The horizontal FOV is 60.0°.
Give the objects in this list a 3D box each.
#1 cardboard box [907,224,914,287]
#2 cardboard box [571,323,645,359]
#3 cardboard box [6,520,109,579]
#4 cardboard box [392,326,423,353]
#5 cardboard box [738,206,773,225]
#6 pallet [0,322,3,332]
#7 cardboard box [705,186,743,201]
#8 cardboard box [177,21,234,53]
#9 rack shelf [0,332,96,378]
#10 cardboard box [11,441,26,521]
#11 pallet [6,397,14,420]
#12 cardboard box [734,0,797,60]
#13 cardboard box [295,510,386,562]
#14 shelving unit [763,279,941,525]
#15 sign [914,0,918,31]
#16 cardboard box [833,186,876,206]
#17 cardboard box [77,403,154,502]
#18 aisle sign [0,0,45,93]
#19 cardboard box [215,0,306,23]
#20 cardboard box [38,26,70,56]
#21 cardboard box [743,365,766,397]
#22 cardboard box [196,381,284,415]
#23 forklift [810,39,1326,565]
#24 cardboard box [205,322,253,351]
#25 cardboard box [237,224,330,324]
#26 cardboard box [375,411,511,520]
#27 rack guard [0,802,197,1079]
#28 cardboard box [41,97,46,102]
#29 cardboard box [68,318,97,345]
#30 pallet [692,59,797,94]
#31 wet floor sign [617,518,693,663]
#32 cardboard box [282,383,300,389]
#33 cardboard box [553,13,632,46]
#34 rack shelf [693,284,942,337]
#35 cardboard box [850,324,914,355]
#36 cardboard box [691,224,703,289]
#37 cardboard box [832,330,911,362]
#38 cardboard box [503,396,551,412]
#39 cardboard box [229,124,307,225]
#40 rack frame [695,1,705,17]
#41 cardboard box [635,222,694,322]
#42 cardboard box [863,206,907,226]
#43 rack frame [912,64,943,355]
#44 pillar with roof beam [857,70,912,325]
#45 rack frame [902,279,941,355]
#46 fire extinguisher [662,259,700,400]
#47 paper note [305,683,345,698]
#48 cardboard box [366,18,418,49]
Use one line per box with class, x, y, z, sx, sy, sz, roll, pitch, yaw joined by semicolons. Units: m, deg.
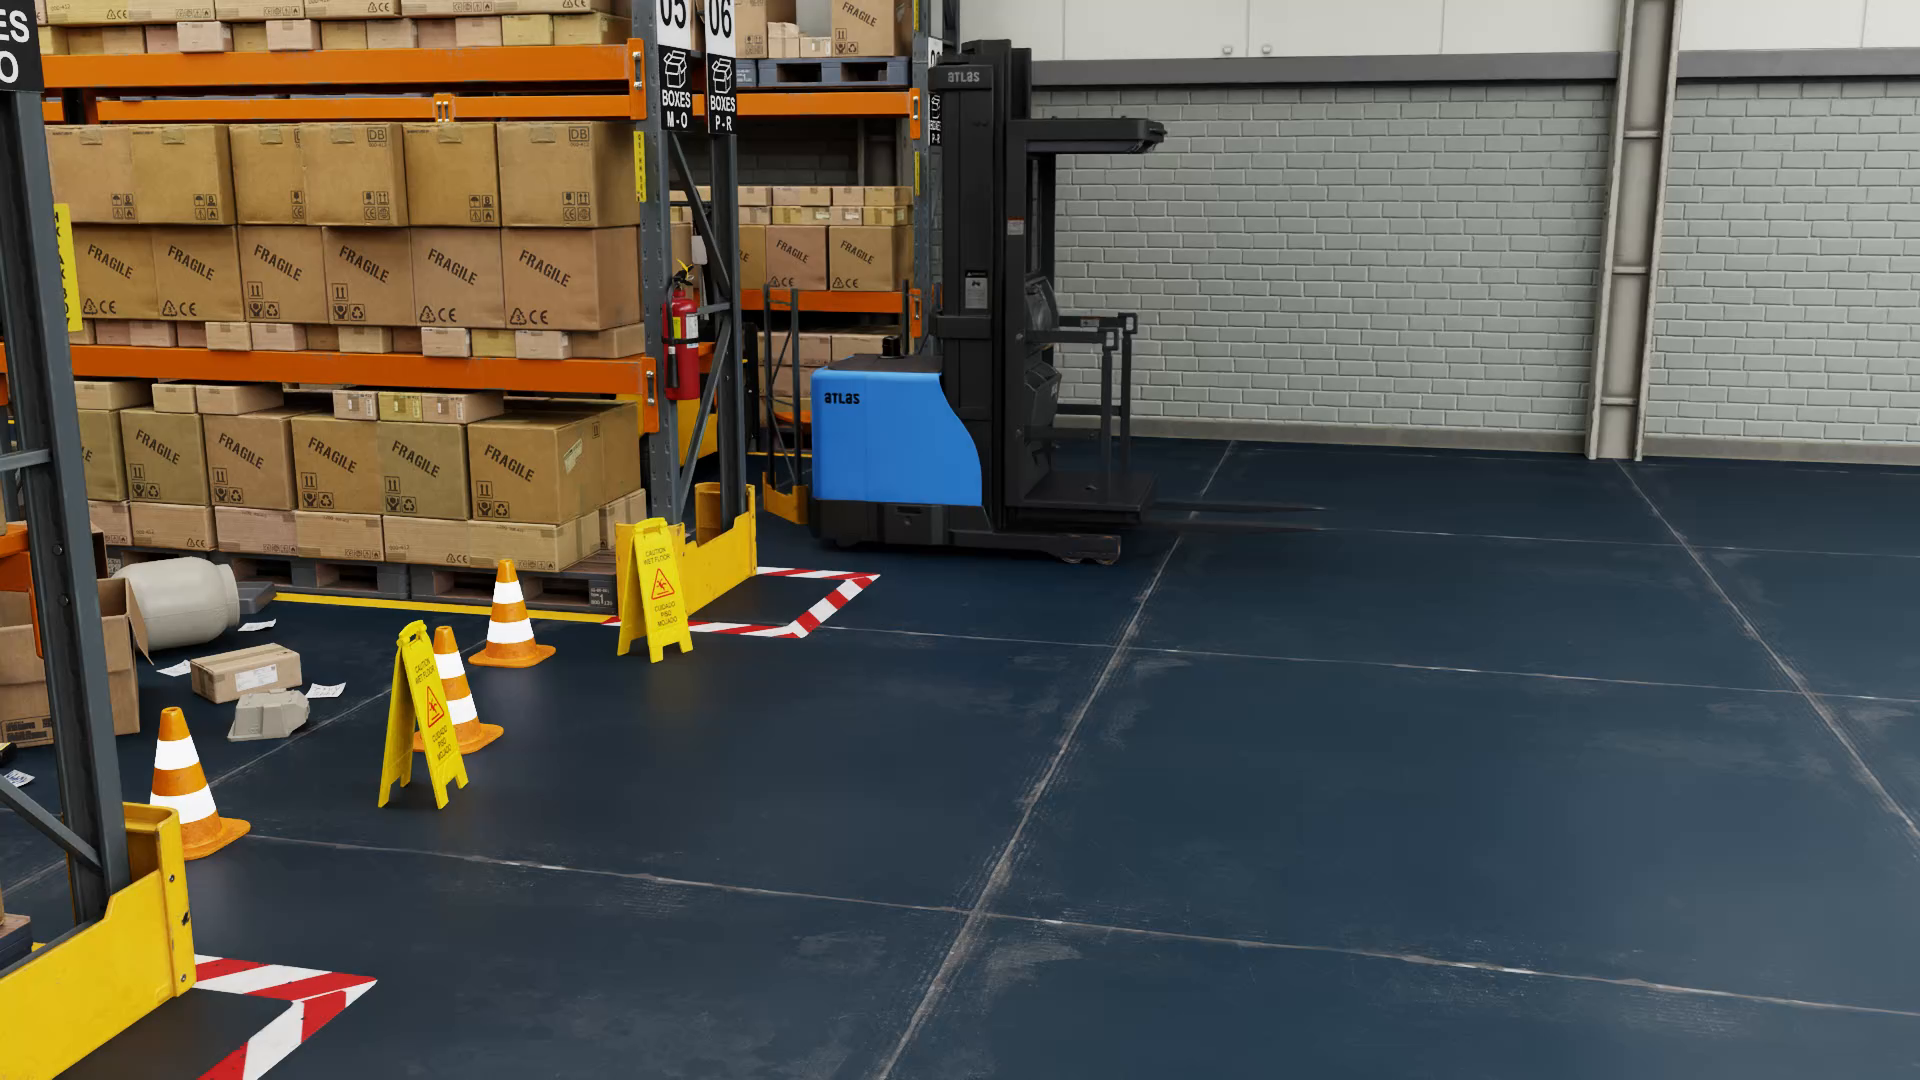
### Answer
cardboard box;-0.594;-2.345;13.646;0.500;0.500;0.500;3;13;15
cardboard box;-1.780;-1.020;8.484;0.250;0.149;0.380;4;13;15
cardboard box;-4.535;0.186;8.238;0.500;0.500;0.500;-9;15;-35
cardboard box;-2.768;-1.077;8.743;0.250;0.149;0.380;3;13;14
cardboard box;-1.584;-2.589;13.249;0.250;0.149;0.380;3;13;12
pallet;-5.956;-1.352;9.845;1.213;0.211;1.003;3;13;14
cardboard box;-1.841;-2.742;13.252;0.250;0.149;0.380;3;13;15
cardboard box;-3.774;-2.564;8.520;0.250;0.149;0.380;3;13;12
rack shelf;-7.191;-1.128;10.053;4.000;0.370;1.077;3;13;14
cardboard box;-5.759;-0.324;9.867;0.625;0.372;0.950;3;13;14
pallet;-8.662;-1.312;15.661;1.213;0.211;1.003;3;13;14
cardboard box;-1.638;-4.025;13.092;0.500;0.500;0.700;3;13;14
cardboard box;-3.225;-0.070;9.004;0.500;0.250;0.500;3;13;12
shelving unit;-0.712;-0.942;11.015;1.083;1.500;0.587;-7;14;-28
sign;-0.323;-3.956;12.354;0.005;0.325;0.100;3;13;14
cardboard box;-0.825;-2.703;13.076;0.250;0.149;0.380;3;13;14
cardboard box;-4.741;-0.517;9.285;0.500;0.500;0.500;4;13;16
aisle sign;-2.312;-1.450;3.843;0.004;0.787;0.394;3;13;14
cardboard box;-3.410;-2.752;8.447;0.500;0.250;0.500;3;13;14
cardboard box;-4.765;-2.623;8.788;0.250;0.149;0.380;3;13;14
cardboard box;-1.718;-1.329;13.521;0.500;0.250;0.500;3;13;12
cardboard box;-3.872;-0.775;8.950;0.250;0.149;0.380;4;13;17
forklift;0.674;-1.413;9.835;3.031;2.935;1.130;3;13;12
cardboard box;-3.780;-1.101;8.849;0.250;0.149;0.380;3;13;14
cardboard box;-3.416;-1.416;8.773;0.500;0.500;0.500;3;13;14
cardboard box;-2.713;-0.410;8.802;0.500;0.500;0.500;4;13;16
rack guard;-2.430;1.100;4.122;0.348;0.500;1.175;3;13;14
cardboard box;-8.503;-3.994;14.730;0.500;0.250;0.500;3;13;12
cardboard box;-4.762;-1.167;9.147;0.250;0.149;0.380;3;13;15
pallet;-2.048;-3.738;13.435;1.213;0.211;1.003;3;13;14
wet floor sign;-1.437;0.217;7.768;0.232;0.644;0.267;8;15;33
cardboard box;-6.054;-1.570;14.899;0.625;0.625;0.875;3;13;11
cardboard box;-1.779;-2.469;8.092;0.250;0.149;0.380;3;13;14
rack shelf;-2.121;-1.964;13.823;4.000;0.370;1.077;3;13;14
cardboard box;-0.601;-1.627;13.713;0.500;0.250;0.500;3;13;13
cardboard box;-2.210;-2.310;13.490;0.500;0.500;0.500;3;13;14
cardboard box;-0.701;-1.521;13.233;0.500;0.250;0.500;4;13;15
cardboard box;-2.614;-0.524;9.317;0.500;0.500;0.500;3;13;11
cardboard box;-3.374;-1.918;8.729;0.500;0.500;0.700;3;13;13
rack frame;-1.365;-4.097;7.922;0.127;3.000;1.000;3;13;14
cardboard box;-1.759;-1.445;8.902;0.500;0.500;0.500;3;13;13
cardboard box;-0.583;-2.536;13.012;0.250;0.149;0.380;3;13;14
rack frame;-0.180;-2.212;13.277;0.127;3.000;1.000;3;13;14
pillar with roof beam;-1.671;-4.461;9.564;0.400;9.000;9.100;3;13;14
rack frame;-0.260;-0.996;11.260;0.032;1.500;0.500;-7;14;-28
fire extinguisher;-1.365;-1.027;8.117;0.183;0.674;0.296;3;13;14
paper note;-2.760;0.651;7.228;0.142;0.019;0.148;-1;13;-6
cardboard box;-2.761;-2.526;8.350;0.250;0.149;0.380;3;13;13
